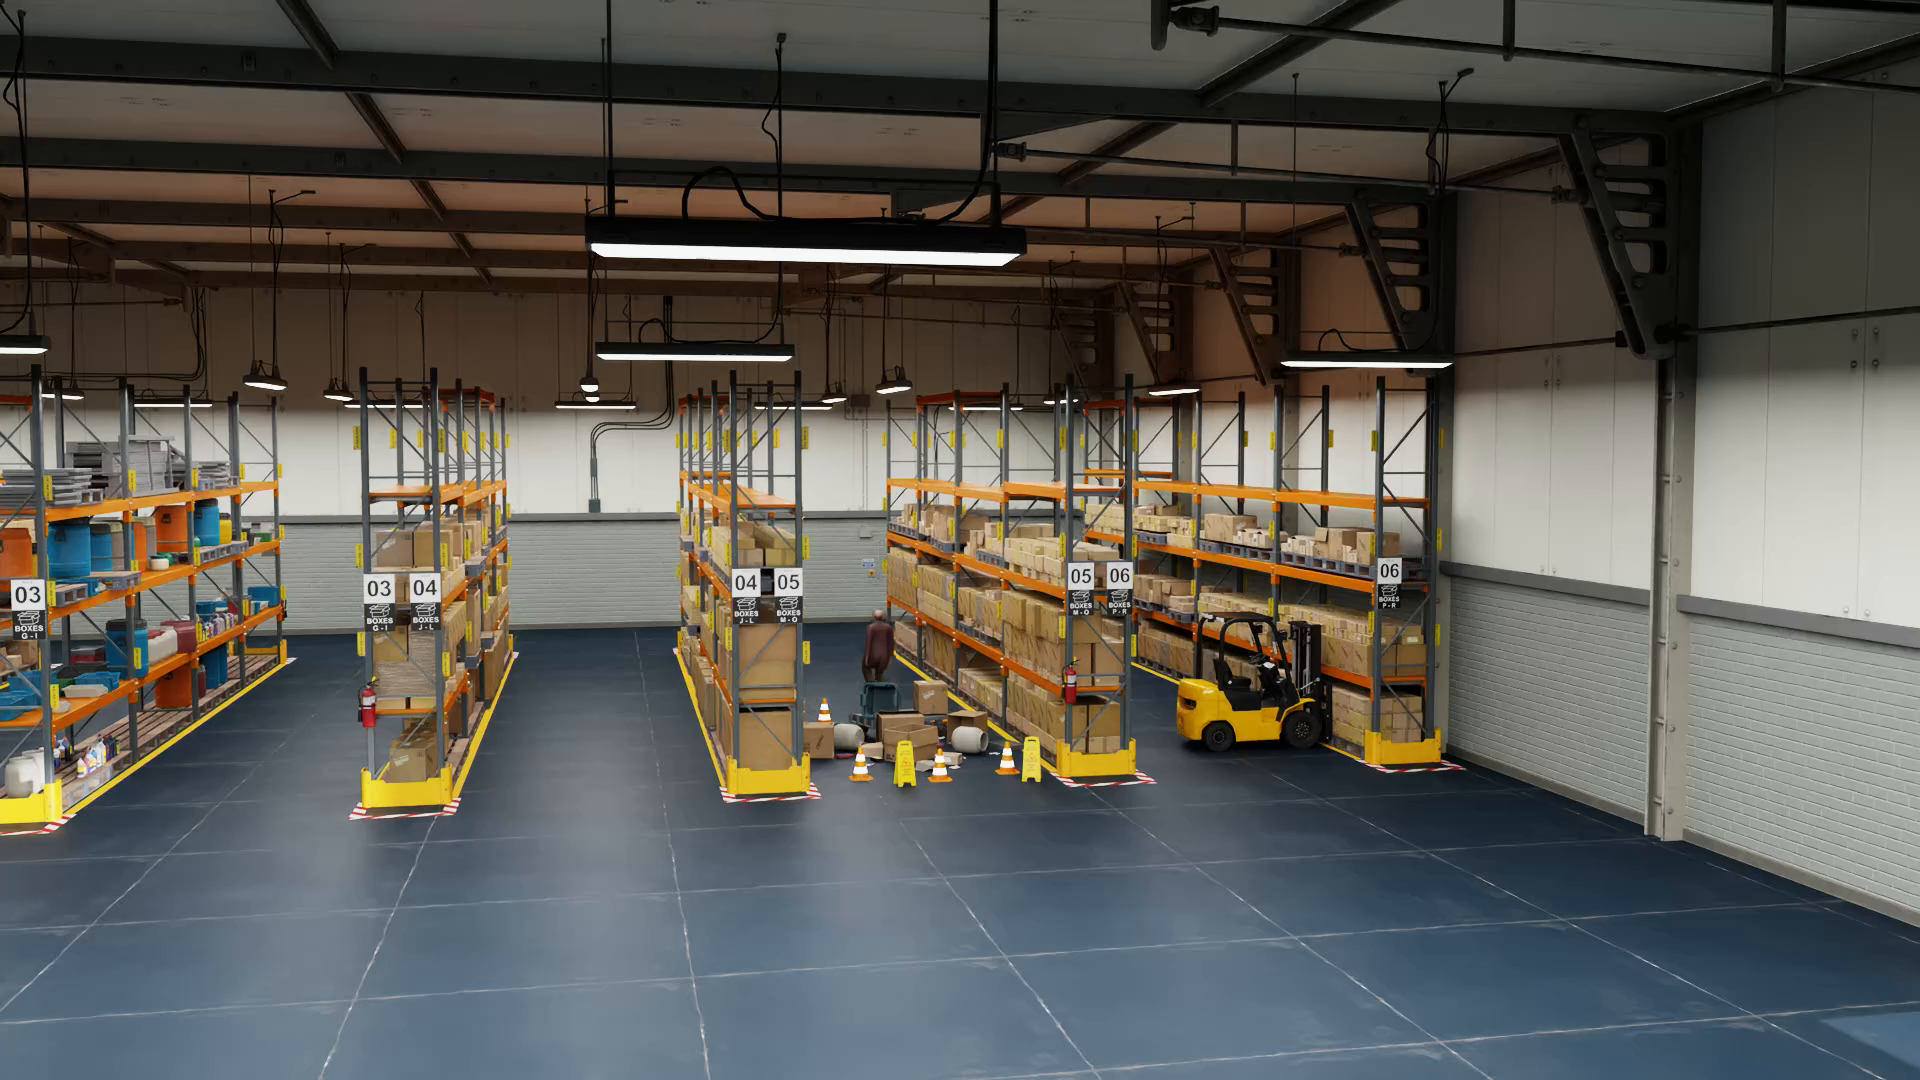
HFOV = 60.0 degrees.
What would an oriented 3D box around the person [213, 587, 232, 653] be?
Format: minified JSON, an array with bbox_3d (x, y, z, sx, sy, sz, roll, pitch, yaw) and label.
[{"bbox_3d":[-17.307,1.878,39.158,0.558,1.597,0.698,0,3,1],"label":"person"}]

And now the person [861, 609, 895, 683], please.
[{"bbox_3d":[-1.525,2.119,31.104,0.624,1.645,0.715,-1,4,-23],"label":"person"}]
